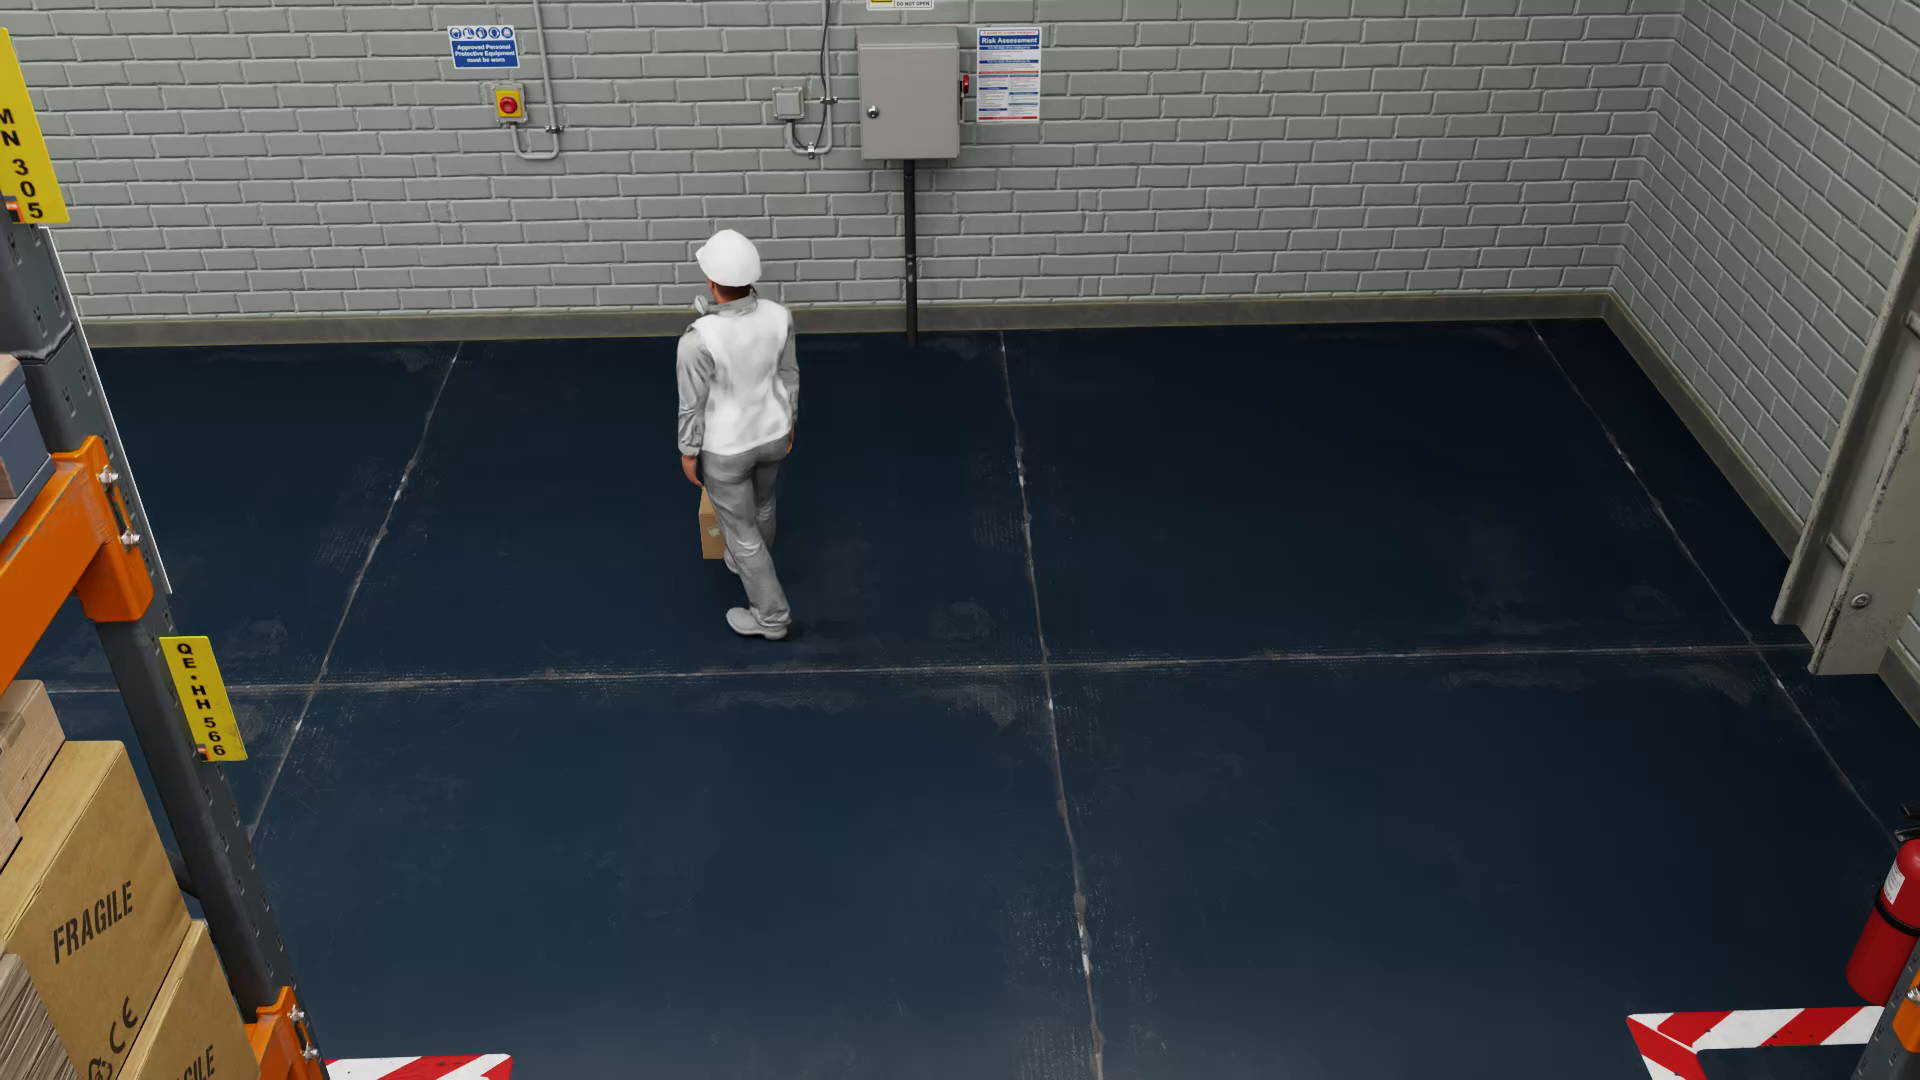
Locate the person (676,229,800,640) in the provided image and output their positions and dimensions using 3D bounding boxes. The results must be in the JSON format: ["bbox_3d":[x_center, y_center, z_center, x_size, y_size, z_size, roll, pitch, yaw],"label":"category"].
[{"bbox_3d":[-0.923,-0.445,6.748,0.532,1.769,0.689,-27,43,-33],"label":"person"}]
